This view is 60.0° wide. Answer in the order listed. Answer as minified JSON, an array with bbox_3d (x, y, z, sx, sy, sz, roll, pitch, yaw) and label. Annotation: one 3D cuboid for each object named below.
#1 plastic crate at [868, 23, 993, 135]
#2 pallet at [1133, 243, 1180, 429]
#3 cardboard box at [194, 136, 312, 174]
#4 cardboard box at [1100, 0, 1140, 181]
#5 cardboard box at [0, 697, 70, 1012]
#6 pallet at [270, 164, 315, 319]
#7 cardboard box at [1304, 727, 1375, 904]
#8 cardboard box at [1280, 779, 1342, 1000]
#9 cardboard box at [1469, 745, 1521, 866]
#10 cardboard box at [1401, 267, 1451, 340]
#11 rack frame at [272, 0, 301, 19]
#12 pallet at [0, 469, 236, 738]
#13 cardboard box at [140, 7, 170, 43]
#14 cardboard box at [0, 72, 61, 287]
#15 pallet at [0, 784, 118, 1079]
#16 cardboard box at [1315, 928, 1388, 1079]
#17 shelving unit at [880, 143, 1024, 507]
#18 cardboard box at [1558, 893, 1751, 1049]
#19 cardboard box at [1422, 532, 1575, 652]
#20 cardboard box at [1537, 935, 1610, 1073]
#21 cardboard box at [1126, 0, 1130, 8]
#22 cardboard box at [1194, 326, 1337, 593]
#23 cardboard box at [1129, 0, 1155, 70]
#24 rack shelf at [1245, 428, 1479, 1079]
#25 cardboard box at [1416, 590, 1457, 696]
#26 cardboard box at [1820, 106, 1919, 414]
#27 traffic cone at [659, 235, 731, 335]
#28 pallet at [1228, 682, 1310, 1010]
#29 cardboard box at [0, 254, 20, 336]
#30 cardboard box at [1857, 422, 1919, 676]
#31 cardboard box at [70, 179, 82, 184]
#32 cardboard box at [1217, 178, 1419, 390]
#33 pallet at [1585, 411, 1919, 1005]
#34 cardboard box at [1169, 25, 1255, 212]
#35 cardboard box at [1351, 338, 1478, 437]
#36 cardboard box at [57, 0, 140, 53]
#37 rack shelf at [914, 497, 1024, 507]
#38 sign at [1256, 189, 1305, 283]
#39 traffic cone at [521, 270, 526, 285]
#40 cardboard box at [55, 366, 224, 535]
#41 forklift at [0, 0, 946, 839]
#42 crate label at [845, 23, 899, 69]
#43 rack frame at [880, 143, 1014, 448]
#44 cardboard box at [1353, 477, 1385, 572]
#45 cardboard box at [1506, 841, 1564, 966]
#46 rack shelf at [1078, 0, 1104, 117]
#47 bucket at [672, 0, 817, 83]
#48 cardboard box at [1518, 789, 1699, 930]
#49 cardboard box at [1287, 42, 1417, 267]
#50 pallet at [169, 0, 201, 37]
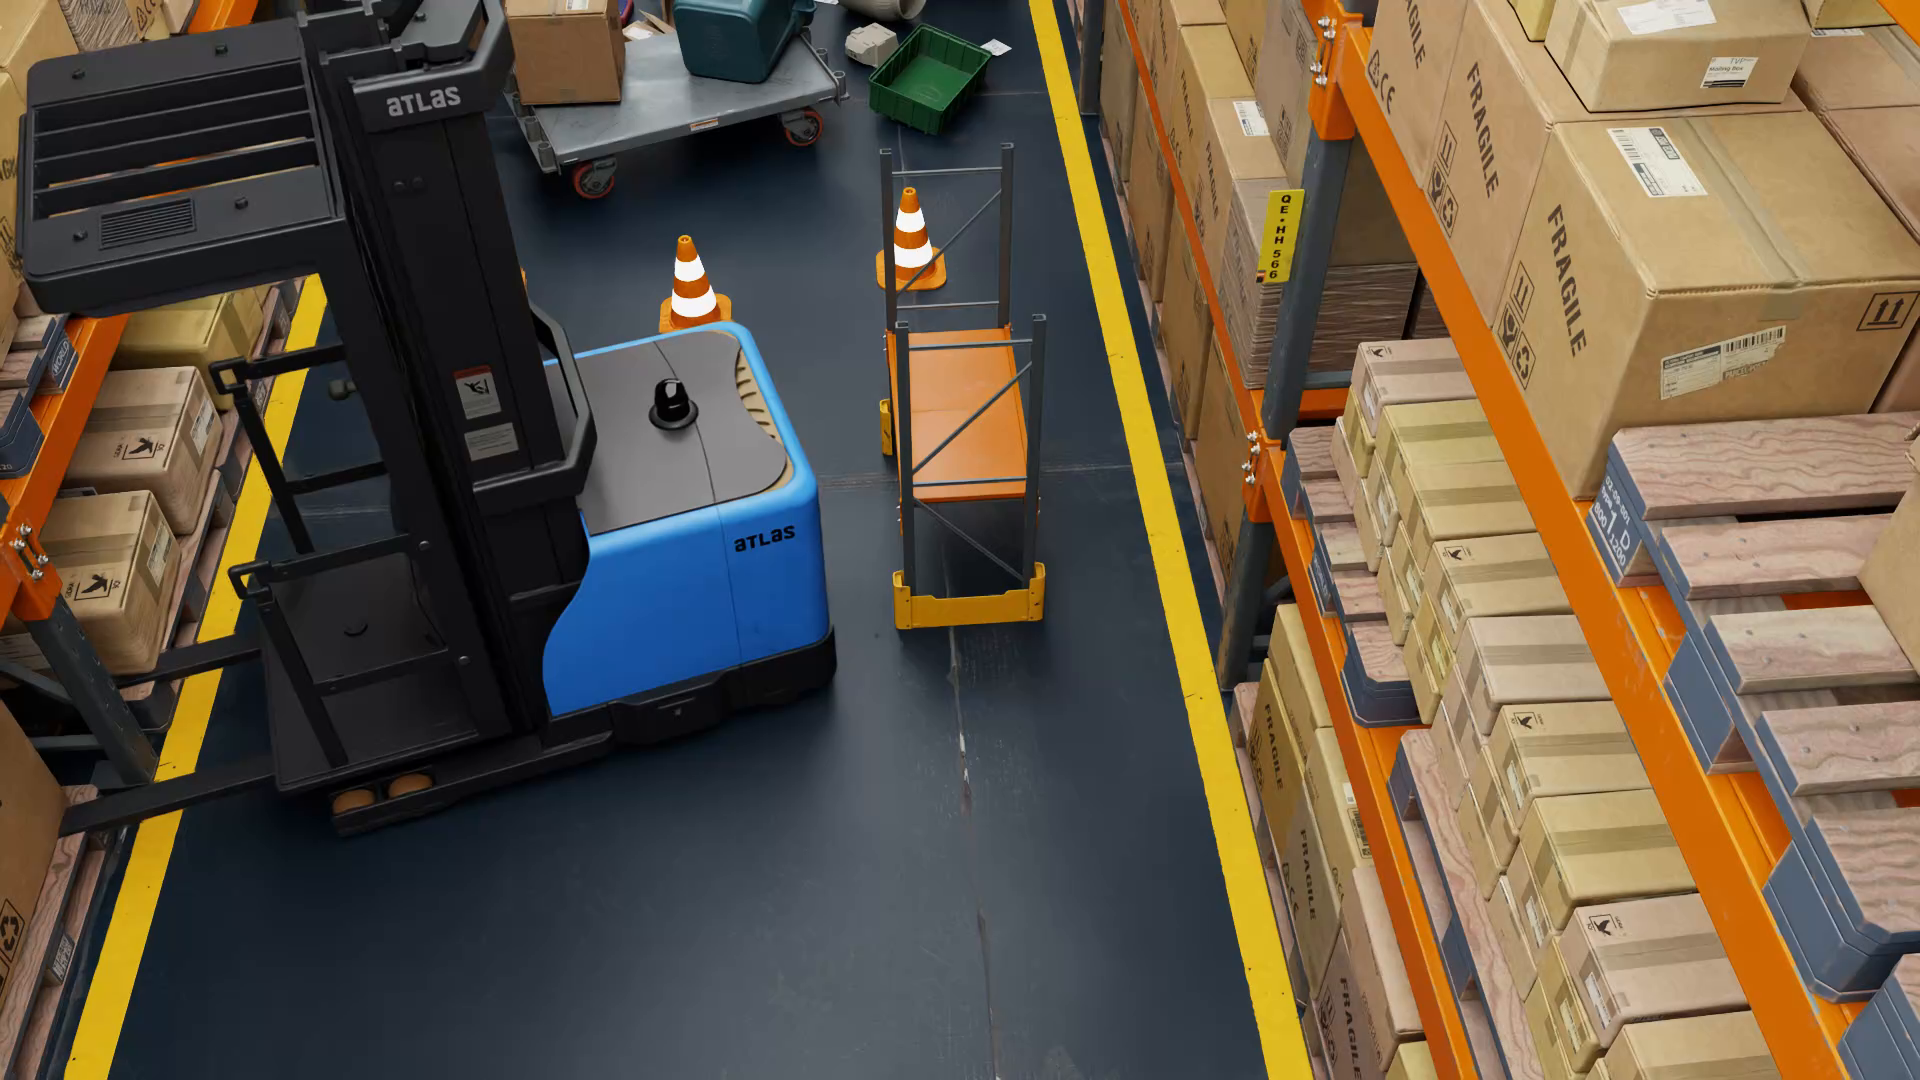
[{"bbox_3d":[-0.168,-2.516,9.100,0.450,0.188,0.662,25,51,9],"label":"plastic crate"},{"bbox_3d":[1.397,-1.019,7.706,1.003,0.211,1.213,-3,47,-3],"label":"pallet"},{"bbox_3d":[-3.726,-1.904,8.145,0.950,0.372,0.625,-3,47,-3],"label":"cardboard box"},{"bbox_3d":[1.294,-2.344,8.301,1.050,0.750,0.750,-4,47,-3],"label":"cardboard box"},{"bbox_3d":[-3.462,0.942,5.102,0.875,0.875,0.875,-4,47,-4],"label":"cardboard box"},{"bbox_3d":[-3.705,-1.521,8.181,1.003,0.211,1.213,-3,47,-3],"label":"pallet"},{"bbox_3d":[1.346,0.815,4.964,0.500,0.250,0.500,-4,47,-4],"label":"cardboard box"},{"bbox_3d":[1.338,1.083,5.227,0.500,0.500,0.500,-3,47,-3],"label":"cardboard box"},{"bbox_3d":[1.437,0.611,3.921,0.380,0.149,0.250,-4,47,-4],"label":"cardboard box"},{"bbox_3d":[1.719,-0.898,5.602,0.500,0.500,0.500,-3,47,-3],"label":"cardboard box"},{"bbox_3d":[-3.772,-3.043,7.702,1.000,3.000,0.127,-3,47,-3],"label":"rack frame"},{"bbox_3d":[-3.501,0.245,6.509,1.003,0.211,1.213,-3,47,-3],"label":"pallet"},{"bbox_3d":[-3.383,-2.006,6.604,0.380,0.149,0.250,-4,47,-3],"label":"cardboard box"},{"bbox_3d":[-3.295,-1.146,5.343,0.500,0.500,0.500,-1,47,-1],"label":"cardboard box"},{"bbox_3d":[-3.446,1.385,5.429,1.003,0.211,1.213,-3,47,-3],"label":"pallet"},{"bbox_3d":[1.385,1.454,4.875,0.500,0.500,0.500,-5,47,-4],"label":"cardboard box"},{"bbox_3d":[-0.010,-0.600,6.422,0.500,1.500,0.985,-3,47,-3],"label":"shelving unit"},{"bbox_3d":[1.486,0.887,3.454,0.380,0.149,0.250,-5,47,-5],"label":"cardboard box"},{"bbox_3d":[1.396,0.125,4.177,0.380,0.149,0.250,-5,47,-5],"label":"cardboard box"},{"bbox_3d":[1.478,0.982,3.570,0.380,0.149,0.250,-3,47,-3],"label":"cardboard box"},{"bbox_3d":[0.971,-2.689,7.298,0.500,0.500,0.500,-3,47,-3],"label":"cardboard box"},{"bbox_3d":[1.526,-0.339,6.402,1.050,0.750,0.750,-4,47,-4],"label":"cardboard box"},{"bbox_3d":[1.010,-2.327,6.956,0.500,0.500,0.500,-4,47,-4],"label":"cardboard box"},{"bbox_3d":[1.655,1.172,4.206,1.077,0.370,4.000,-3,47,-3],"label":"rack shelf"},{"bbox_3d":[1.399,0.251,4.262,0.380,0.149,0.250,-3,47,-3],"label":"cardboard box"},{"bbox_3d":[1.881,-0.468,3.129,0.500,0.500,0.500,-3,47,-3],"label":"cardboard box"},{"bbox_3d":[-2.661,-2.436,7.260,3.046,2.808,1.723,-3,47,-3],"label":"traffic cone"},{"bbox_3d":[1.551,1.002,5.792,1.003,0.211,1.213,-3,47,-3],"label":"pallet"},{"bbox_3d":[-3.244,-0.769,4.986,0.500,0.500,0.500,-5,47,-4],"label":"cardboard box"},{"bbox_3d":[1.824,0.035,2.362,0.797,0.503,0.637,-4,47,-4],"label":"cardboard box"},{"bbox_3d":[-3.347,-1.230,5.870,0.380,0.149,0.250,-1,47,-1],"label":"cardboard box"},{"bbox_3d":[1.182,-0.867,5.572,0.500,0.500,0.500,-3,47,-3],"label":"cardboard box"},{"bbox_3d":[1.787,0.201,2.693,1.213,0.211,1.003,-3,47,-3],"label":"pallet"},{"bbox_3d":[1.100,-1.589,6.257,0.500,0.500,0.500,-4,47,-4],"label":"cardboard box"},{"bbox_3d":[1.333,-0.436,4.707,0.380,0.149,0.250,-3,47,-3],"label":"cardboard box"},{"bbox_3d":[-3.380,-1.892,6.049,0.500,0.500,0.500,-5,47,-5],"label":"cardboard box"},{"bbox_3d":[-0.007,-0.478,6.505,0.416,0.036,0.922,-3,47,-3],"label":"rack shelf"},{"bbox_3d":[0.934,-0.885,4.861,0.100,0.325,0.005,-3,47,-3],"label":"sign"},{"bbox_3d":[-2.273,-1.358,7.854,0.336,0.463,0.334,-3,47,-3],"label":"traffic cone"},{"bbox_3d":[-3.544,-0.332,6.656,0.950,0.372,0.625,-4,47,-4],"label":"cardboard box"},{"bbox_3d":[-1.693,-1.082,5.893,4.336,2.935,2.622,-15,48,-14],"label":"forklift"},{"bbox_3d":[-0.500,-2.819,9.462,0.298,0.136,0.250,-36,56,-29],"label":"crate label"},{"bbox_3d":[-0.050,-0.945,6.749,0.500,1.500,0.032,-3,47,-3],"label":"rack frame"},{"bbox_3d":[1.346,-0.050,4.752,0.380,0.149,0.250,-1,47,-1],"label":"cardboard box"},{"bbox_3d":[1.463,0.806,3.736,0.380,0.149,0.250,-2,47,-2],"label":"cardboard box"},{"bbox_3d":[8.748,-2.408,7.101,15.905,3.000,4.168,-3,47,-3],"label":"rack shelf"},{"bbox_3d":[-1.157,-2.772,8.653,0.726,0.611,0.620,11,58,10],"label":"bucket"},{"bbox_3d":[1.462,0.693,3.639,0.380,0.149,0.250,-4,47,-4],"label":"cardboard box"},{"bbox_3d":[1.459,-1.226,5.224,0.700,0.500,0.500,-4,47,-4],"label":"cardboard box"},{"bbox_3d":[-3.853,-2.415,7.240,1.003,0.211,1.213,-3,47,-3],"label":"pallet"}]
